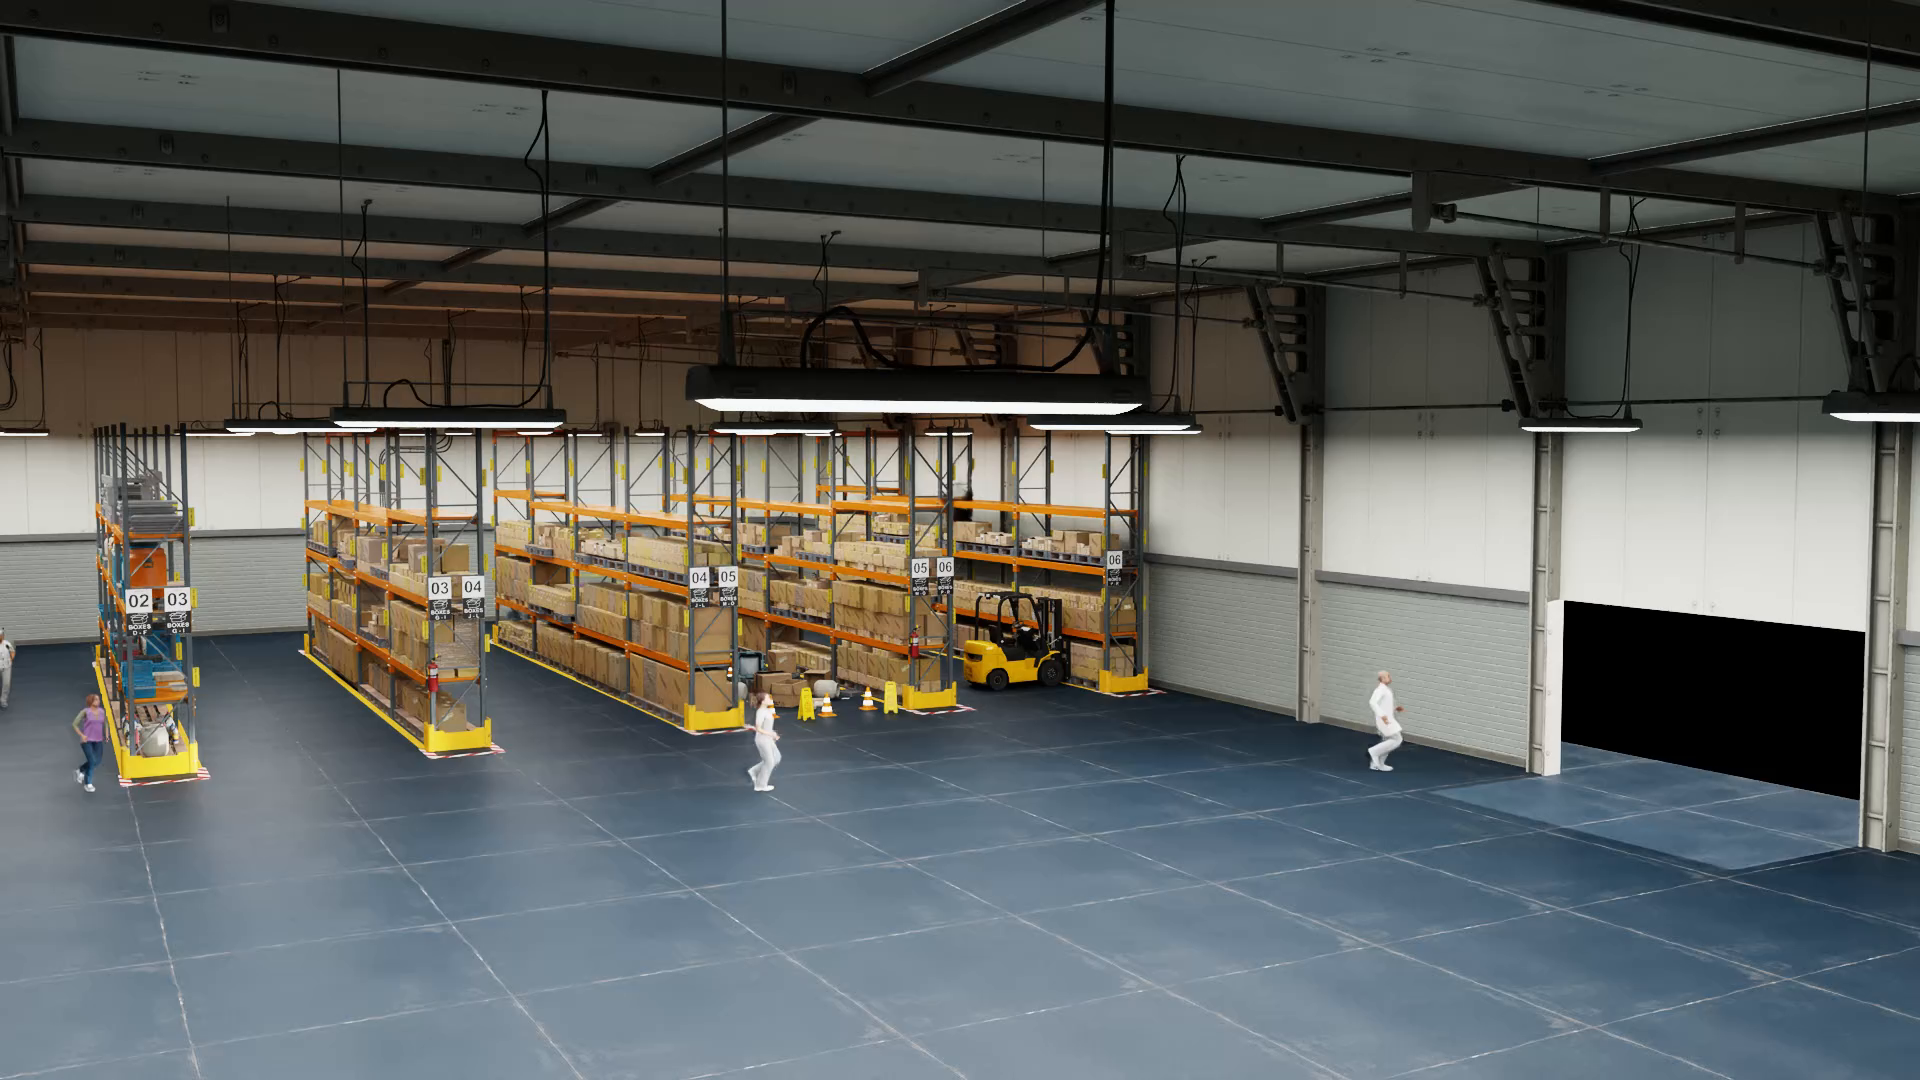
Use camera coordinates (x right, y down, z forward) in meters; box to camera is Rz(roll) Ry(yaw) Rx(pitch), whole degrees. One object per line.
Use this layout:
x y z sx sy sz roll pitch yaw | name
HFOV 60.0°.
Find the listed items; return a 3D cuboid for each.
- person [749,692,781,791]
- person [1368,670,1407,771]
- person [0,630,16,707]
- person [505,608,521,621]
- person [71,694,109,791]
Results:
-3.178 3.269 27.015 0.553 1.624 0.541 0 3 2 | person
7.369 3.117 28.656 0.624 1.733 0.701 1 4 17 | person
-20.646 2.756 35.788 0.608 1.643 0.685 -3 4 -40 | person
-12.991 1.909 48.289 1.024 1.744 0.707 -2 4 -25 | person
-14.262 3.313 27.275 0.529 1.547 0.582 2 4 32 | person
